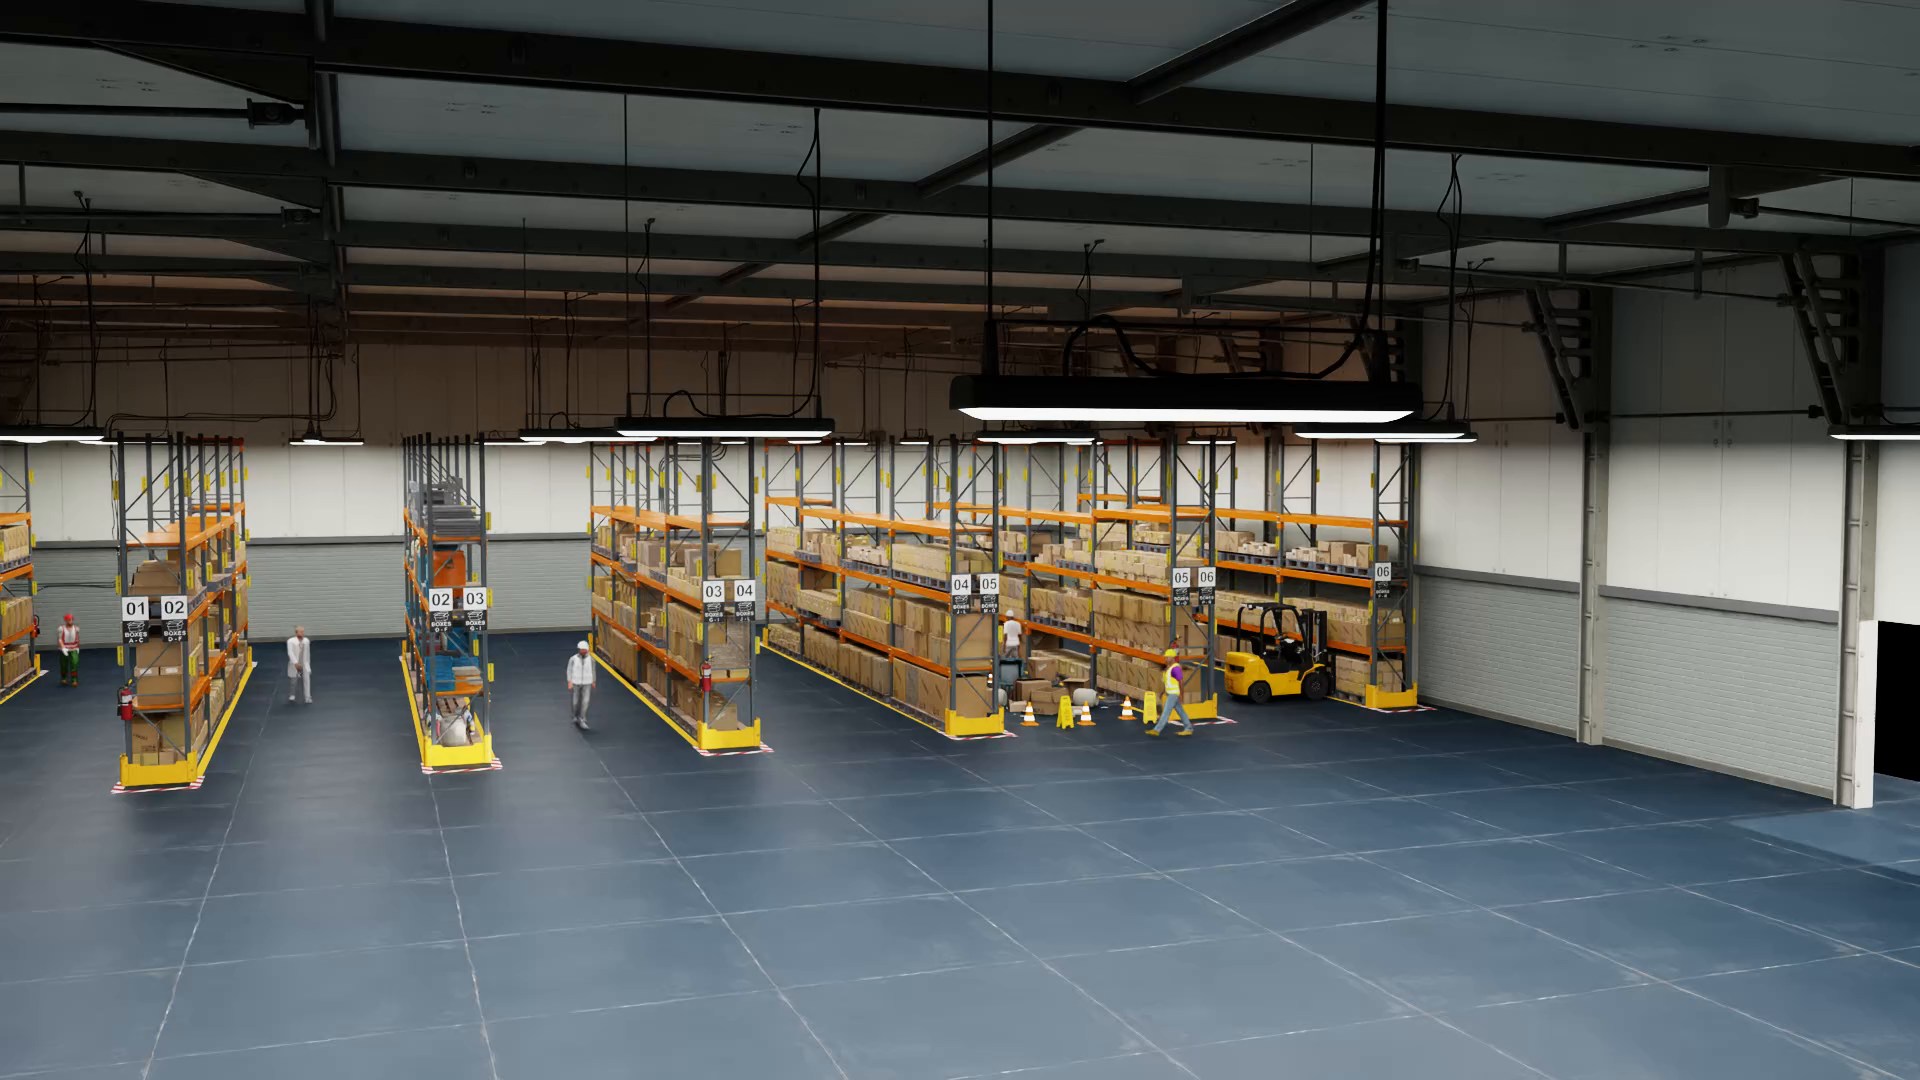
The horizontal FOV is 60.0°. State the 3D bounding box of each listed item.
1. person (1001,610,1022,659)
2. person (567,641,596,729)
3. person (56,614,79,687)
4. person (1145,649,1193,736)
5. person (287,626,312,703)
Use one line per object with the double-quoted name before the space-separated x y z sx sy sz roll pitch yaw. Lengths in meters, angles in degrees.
"person" 1.261 2.614 40.604 0.613 1.805 0.604 -2 4 -33
"person" -7.780 2.962 34.237 0.612 1.751 0.798 -1 3 -21
"person" -21.363 2.641 39.882 0.509 1.721 1.068 -2 4 -37
"person" 4.121 3.014 32.850 1.019 1.709 0.579 0 3 -3
"person" -14.774 2.789 37.248 0.550 1.706 1.143 -3 4 -38
